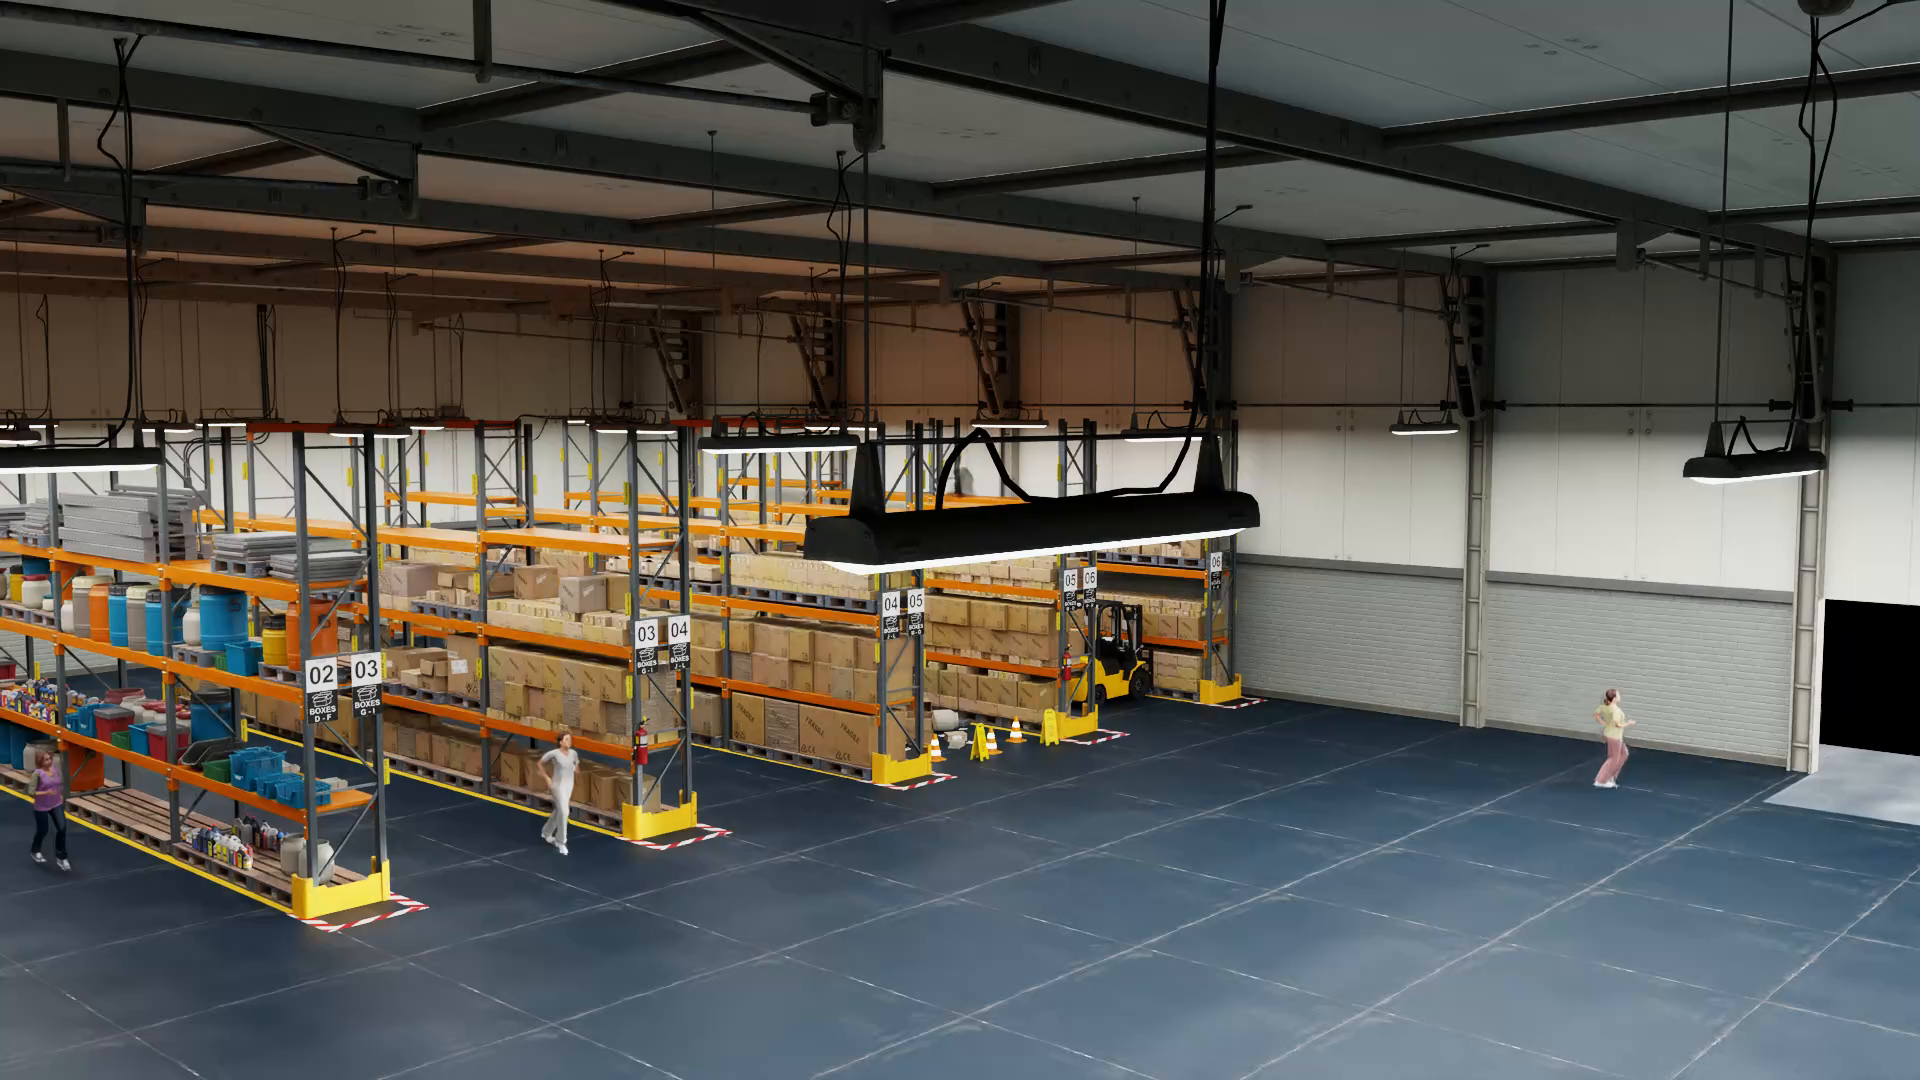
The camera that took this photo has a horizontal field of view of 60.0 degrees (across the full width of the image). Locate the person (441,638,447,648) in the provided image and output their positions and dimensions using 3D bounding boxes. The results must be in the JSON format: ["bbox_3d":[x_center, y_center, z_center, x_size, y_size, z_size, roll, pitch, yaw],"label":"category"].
[{"bbox_3d":[-12.616,2.131,41.146,0.696,1.715,0.543,-4,6,-42],"label":"person"}]

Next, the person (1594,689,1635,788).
[{"bbox_3d":[10.753,3.268,27.322,0.620,1.671,0.561,0,5,2],"label":"person"}]

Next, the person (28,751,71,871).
[{"bbox_3d":[-12.444,3.692,22.653,0.743,1.619,0.522,3,6,34],"label":"person"}]

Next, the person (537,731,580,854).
[{"bbox_3d":[-5.700,3.575,23.758,0.763,1.713,0.574,4,6,38],"label":"person"}]
